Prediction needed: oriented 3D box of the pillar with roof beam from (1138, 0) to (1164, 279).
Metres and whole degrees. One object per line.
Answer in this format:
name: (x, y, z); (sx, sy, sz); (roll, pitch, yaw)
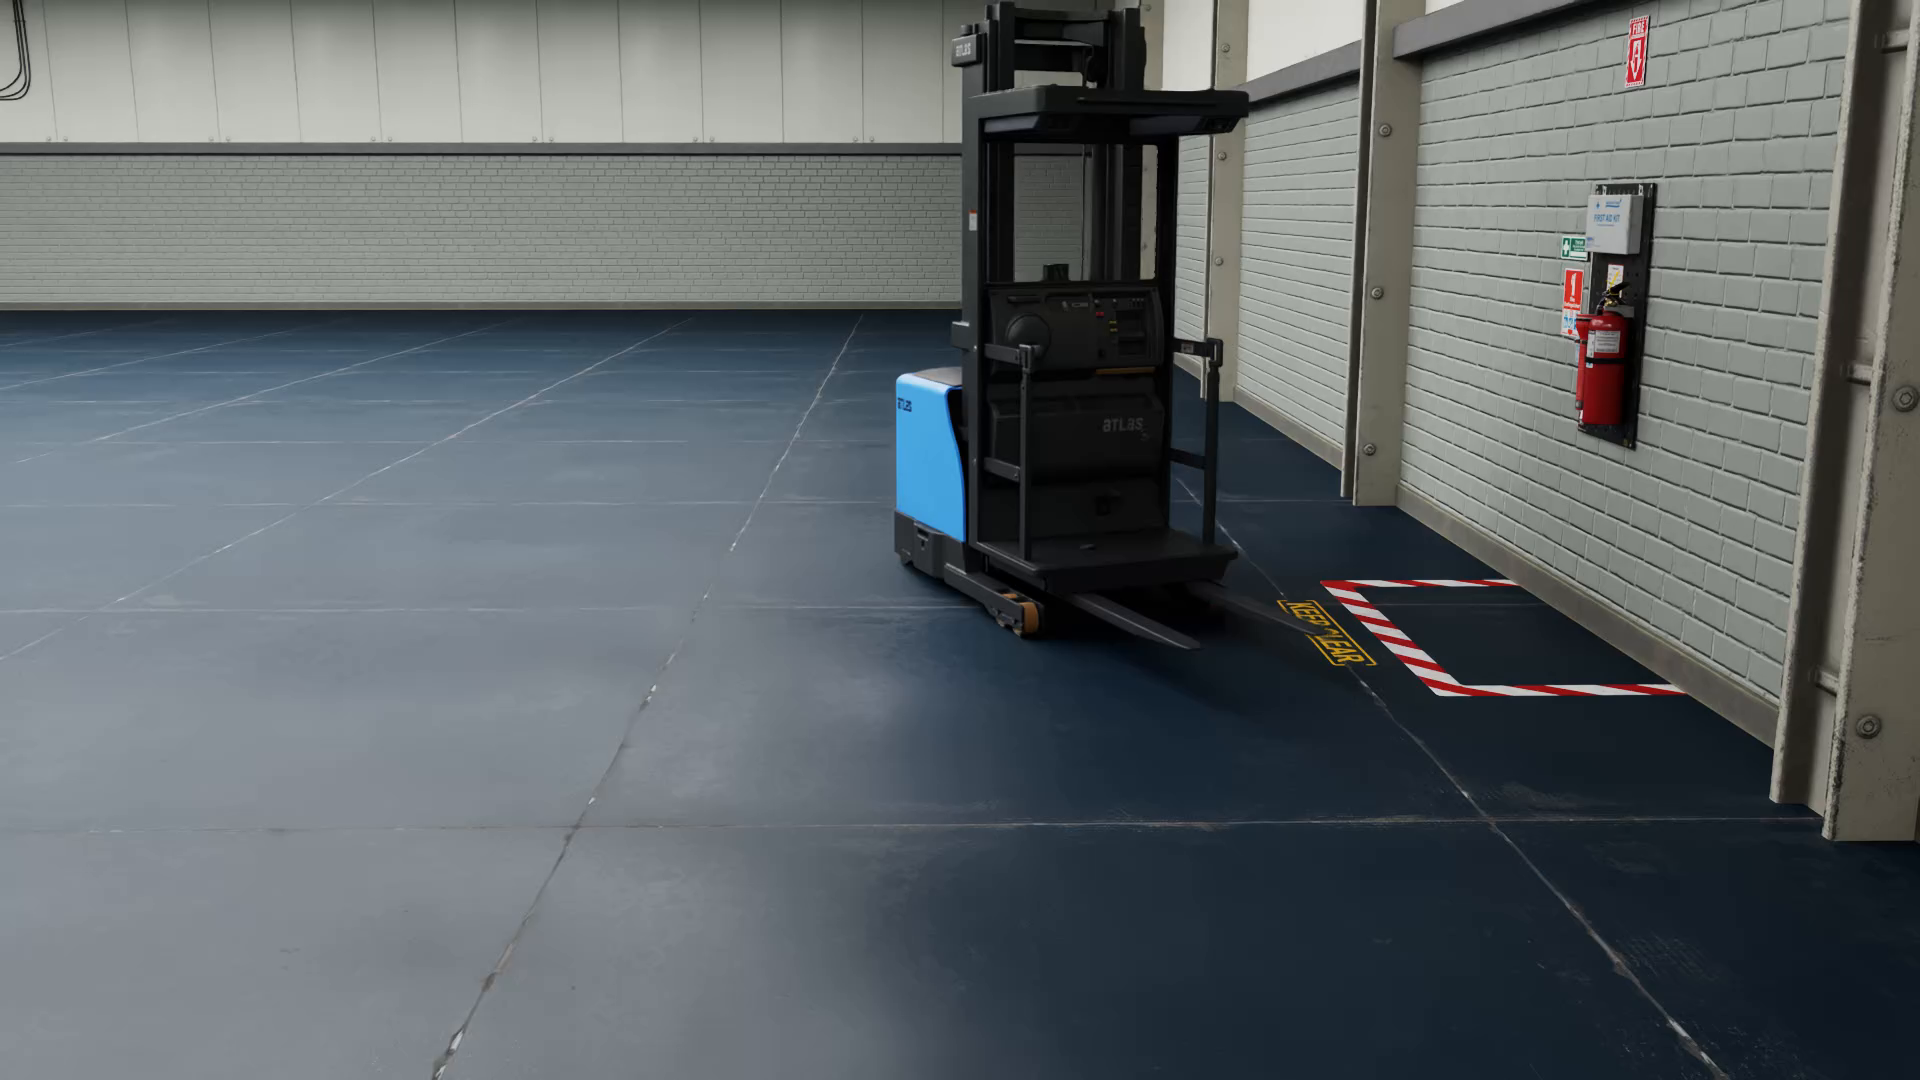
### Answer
pillar with roof beam: (-1.744, -7.049, 22.170); (9.100, 9.000, 0.400); (0, 11, -1)

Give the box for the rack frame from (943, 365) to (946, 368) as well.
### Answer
rack frame: (-0.001, -0.528, 10.022); (0.200, 1.050, 0.008); (0, 11, -1)

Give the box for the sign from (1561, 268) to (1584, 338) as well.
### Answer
sign: (3.011, -1.167, 8.179); (0.001, 0.329, 0.234); (0, 11, -1)

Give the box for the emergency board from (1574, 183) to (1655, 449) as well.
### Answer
emergency board: (2.919, -1.040, 7.639); (0.194, 1.169, 0.643); (0, 11, -1)

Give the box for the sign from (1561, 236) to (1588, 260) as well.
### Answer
sign: (3.002, -1.426, 8.122); (0.001, 0.109, 0.331); (0, 11, -1)

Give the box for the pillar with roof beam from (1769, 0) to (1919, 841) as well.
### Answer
pillar with roof beam: (-1.372, -3.471, 4.533); (9.100, 9.000, 0.400); (0, 11, -1)

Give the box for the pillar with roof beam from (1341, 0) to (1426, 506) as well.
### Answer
pillar with roof beam: (-1.496, -4.663, 10.412); (9.100, 9.000, 0.400); (0, 11, -1)

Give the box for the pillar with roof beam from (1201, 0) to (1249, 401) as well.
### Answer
pillar with roof beam: (-1.620, -5.856, 16.291); (9.100, 9.000, 0.400); (0, 11, -1)

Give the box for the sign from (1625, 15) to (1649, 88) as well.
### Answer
sign: (3.019, -2.178, 7.418); (0.001, 0.298, 0.199); (0, 11, -1)

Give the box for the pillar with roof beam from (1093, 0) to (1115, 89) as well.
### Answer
pillar with roof beam: (-1.868, -8.241, 28.049); (9.100, 9.000, 0.400); (0, 11, -1)

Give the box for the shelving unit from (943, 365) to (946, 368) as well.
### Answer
shelving unit: (0.001, -0.504, 9.902); (0.215, 1.050, 0.252); (0, 11, -1)

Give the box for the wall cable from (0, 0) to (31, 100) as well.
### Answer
wall cable: (-18.304, -10.423, 30.250); (2.305, 6.003, 0.169); (0, 11, -1)

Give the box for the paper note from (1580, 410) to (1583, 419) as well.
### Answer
paper note: (2.985, -0.643, 7.901); (0.016, 0.148, 0.142); (0, 11, -1)

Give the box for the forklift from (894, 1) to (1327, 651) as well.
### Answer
forklift: (0.661, -1.077, 7.998); (1.130, 2.935, 3.031); (-5, 12, -22)
